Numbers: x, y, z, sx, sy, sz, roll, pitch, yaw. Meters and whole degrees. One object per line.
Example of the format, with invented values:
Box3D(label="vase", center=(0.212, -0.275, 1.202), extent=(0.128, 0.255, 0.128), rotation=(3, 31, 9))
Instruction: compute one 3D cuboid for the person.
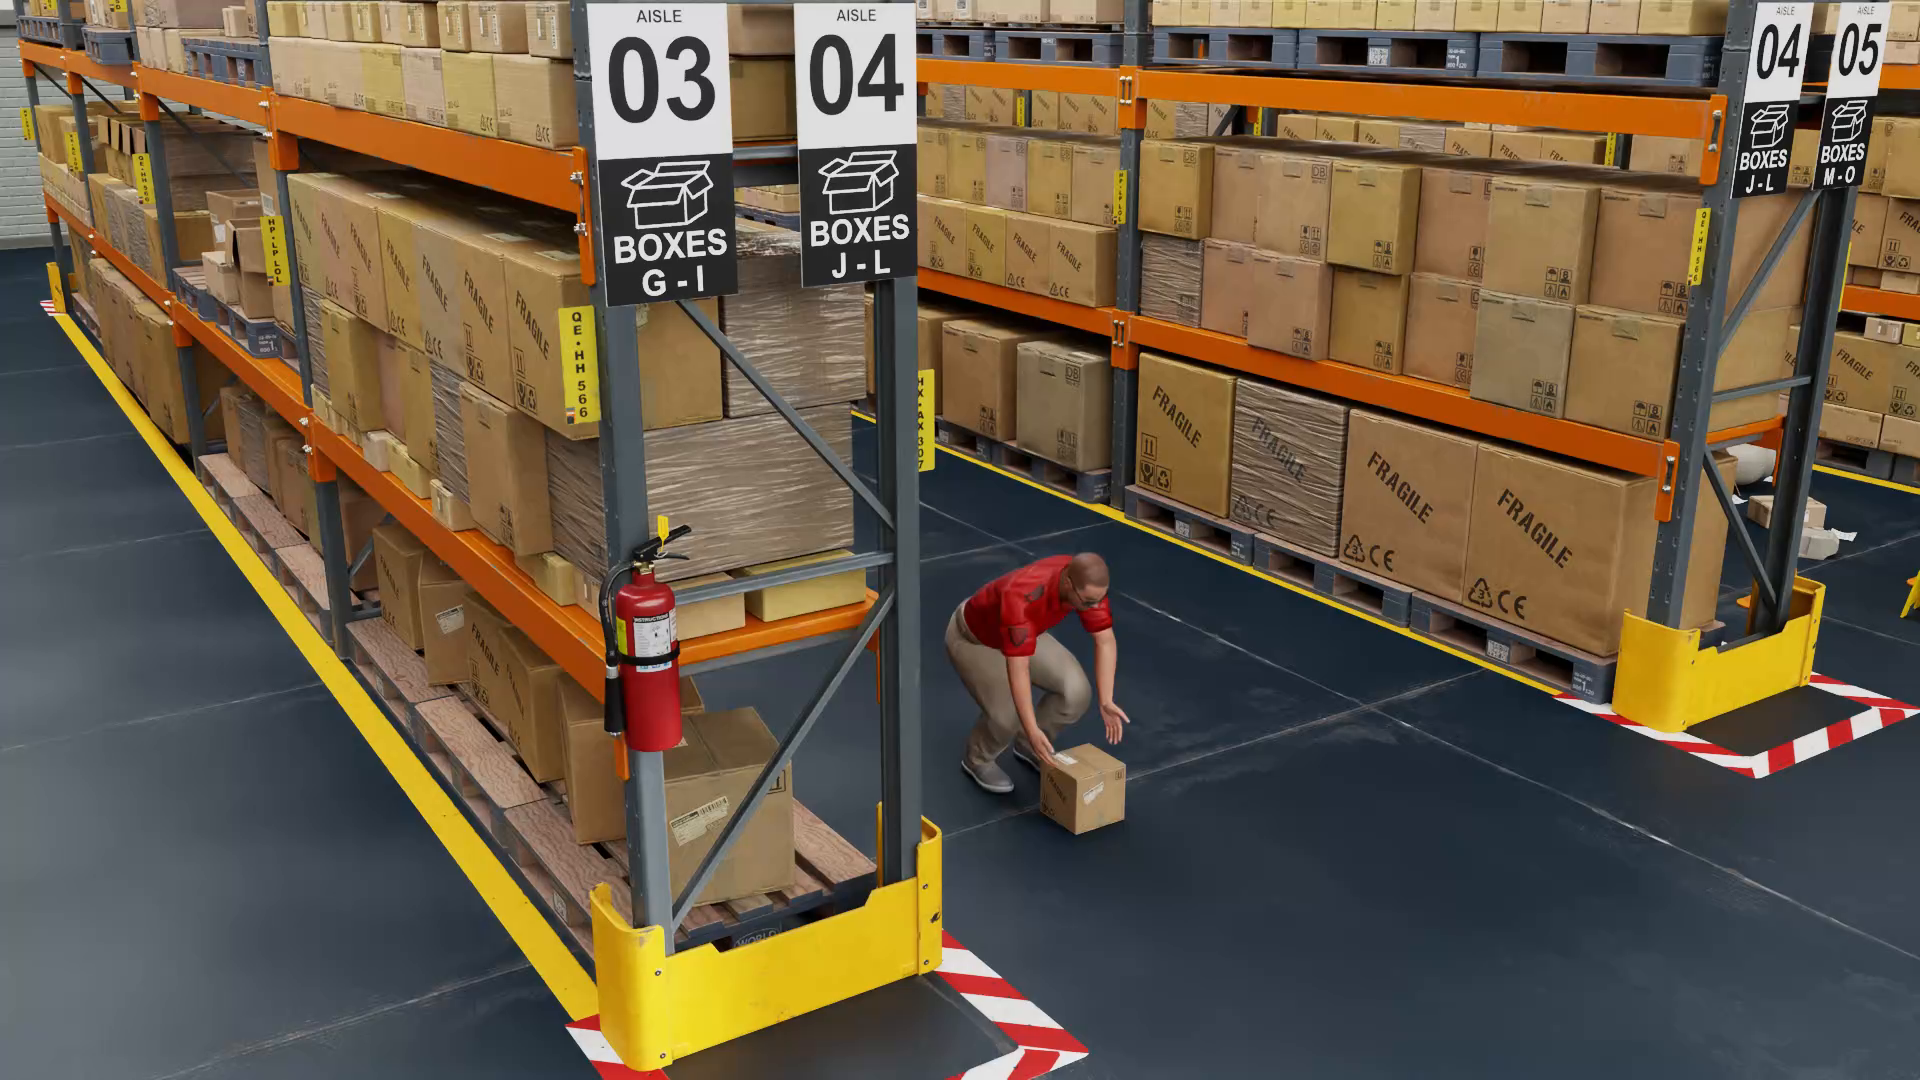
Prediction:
Box3D(label="person", center=(0.317, 0.504, 7.031), extent=(0.574, 1.114, 0.830), rotation=(-11, 21, -32))
